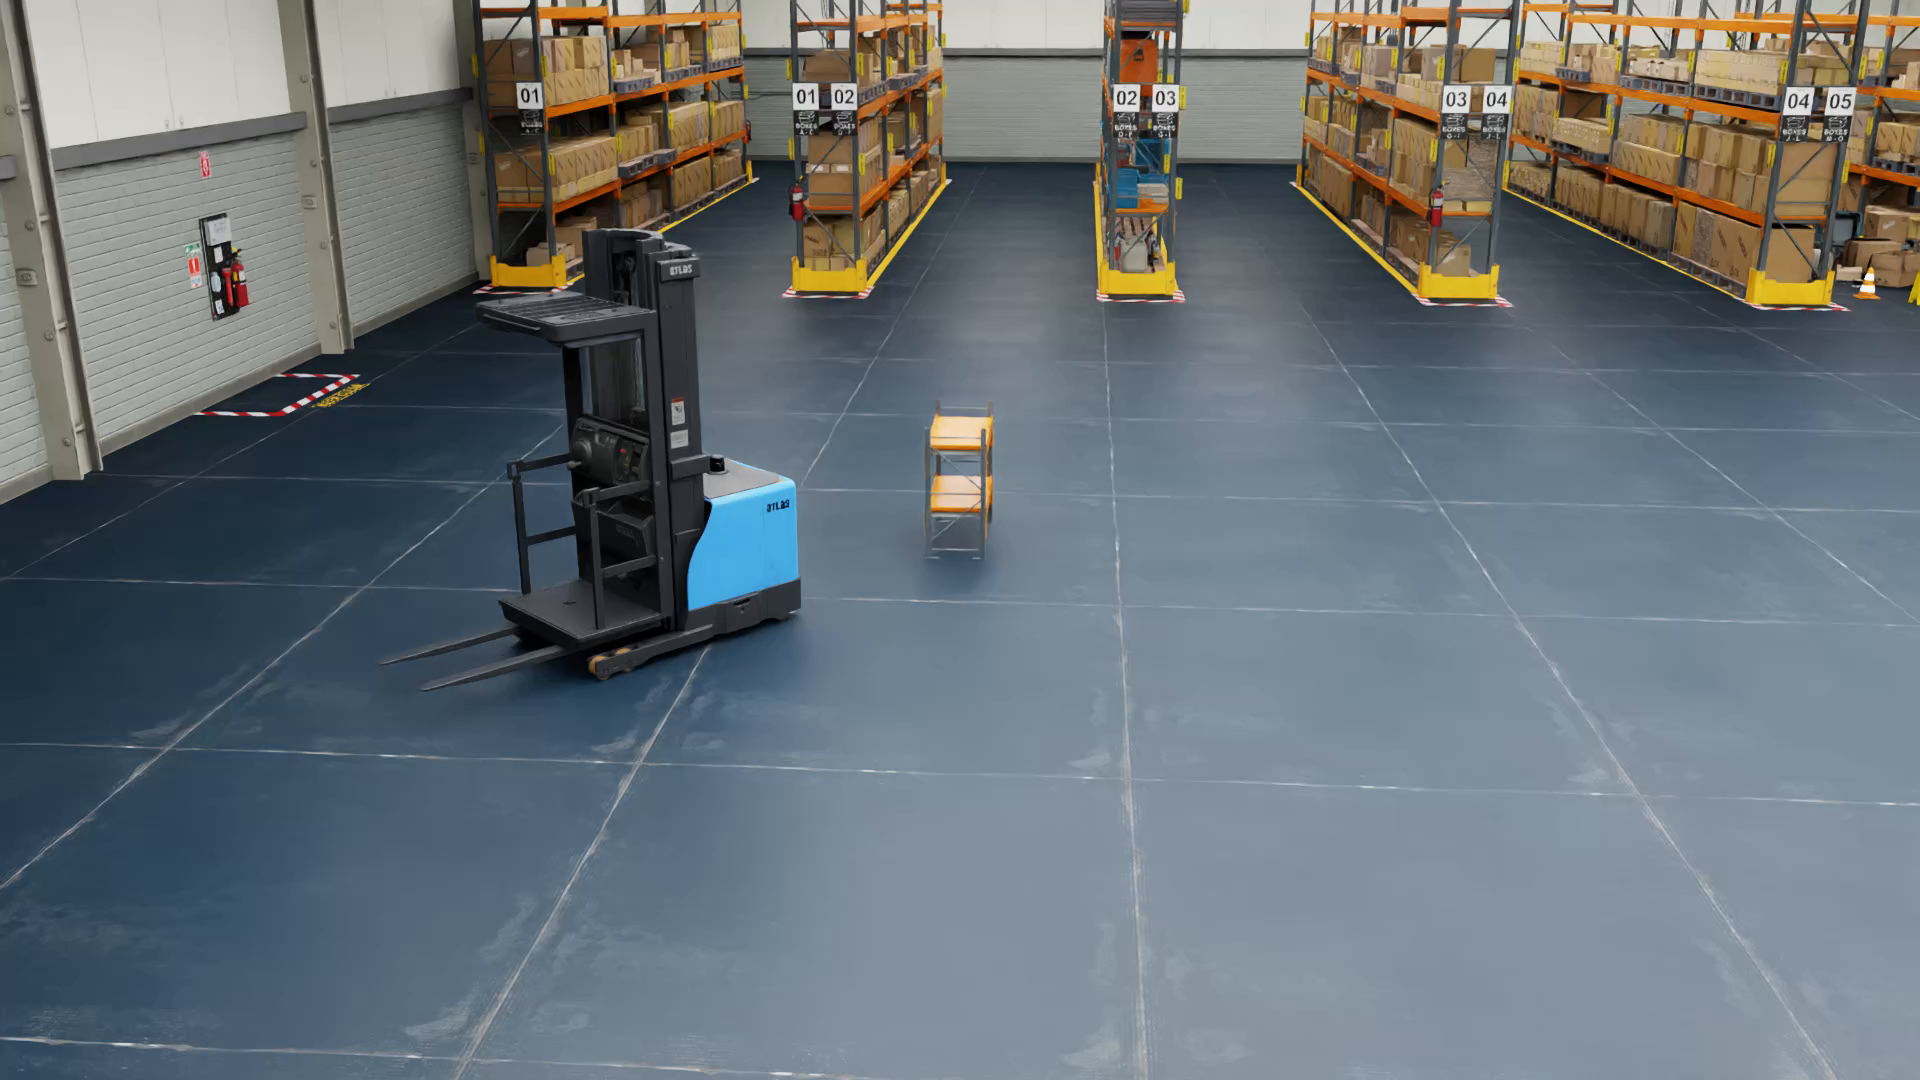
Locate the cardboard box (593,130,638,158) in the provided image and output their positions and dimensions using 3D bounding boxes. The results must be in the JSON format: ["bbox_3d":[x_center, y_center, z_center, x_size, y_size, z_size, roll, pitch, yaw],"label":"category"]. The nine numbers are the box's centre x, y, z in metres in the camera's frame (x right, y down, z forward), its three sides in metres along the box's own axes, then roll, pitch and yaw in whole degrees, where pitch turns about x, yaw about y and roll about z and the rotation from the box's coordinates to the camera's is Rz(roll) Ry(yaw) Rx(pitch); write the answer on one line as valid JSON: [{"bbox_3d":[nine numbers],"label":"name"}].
[{"bbox_3d":[-6.612,-7.600,31.932,0.700,0.500,0.500,4,19,11],"label":"cardboard box"}]

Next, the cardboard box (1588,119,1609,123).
[{"bbox_3d":[13.737,-8.968,35.750,0.380,0.149,0.250,1,18,2],"label":"cardboard box"}]

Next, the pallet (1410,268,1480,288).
[{"bbox_3d":[7.889,-4.183,26.851,1.003,0.211,1.213,1,18,4],"label":"pallet"}]

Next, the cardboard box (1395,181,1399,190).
[{"bbox_3d":[7.740,-6.141,28.749,0.380,0.149,0.250,1,18,4],"label":"cardboard box"}]

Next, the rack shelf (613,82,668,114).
[{"bbox_3d":[-6.602,-8.512,31.921,1.077,0.370,4.000,1,18,4],"label":"rack shelf"}]

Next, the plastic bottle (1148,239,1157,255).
[{"bbox_3d":[3.325,-5.084,28.789,0.152,0.276,0.135,2,18,5],"label":"plastic bottle"}]

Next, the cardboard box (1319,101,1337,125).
[{"bbox_3d":[8.456,-9.691,37.740,0.500,0.500,0.500,1,18,4],"label":"cardboard box"}]

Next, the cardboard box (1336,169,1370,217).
[{"bbox_3d":[8.433,-7.122,34.078,1.225,0.875,0.875,0,18,1],"label":"cardboard box"}]

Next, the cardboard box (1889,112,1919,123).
[{"bbox_3d":[18.527,-8.167,32.764,0.500,0.500,0.500,1,18,2],"label":"cardboard box"}]

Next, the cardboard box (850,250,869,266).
[{"bbox_3d":[-1.798,-4.665,27.585,0.500,0.250,0.500,1,18,4],"label":"cardboard box"}]

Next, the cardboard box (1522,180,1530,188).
[{"bbox_3d":[13.416,-8.356,39.009,0.380,0.149,0.250,0,18,1],"label":"cardboard box"}]

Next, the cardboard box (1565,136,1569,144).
[{"bbox_3d":[13.030,-8.465,35.170,0.380,0.149,0.250,0,18,1],"label":"cardboard box"}]

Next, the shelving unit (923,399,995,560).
[{"bbox_3d":[0.000,-0.537,14.254,0.538,1.125,1.048,1,18,4],"label":"shelving unit"}]

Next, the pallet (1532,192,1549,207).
[{"bbox_3d":[13.603,-7.702,37.590,1.003,0.211,1.213,1,18,4],"label":"pallet"}]

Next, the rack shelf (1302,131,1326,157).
[{"bbox_3d":[8.793,-9.240,38.959,1.077,0.370,4.000,1,18,4],"label":"rack shelf"}]

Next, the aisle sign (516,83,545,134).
[{"bbox_3d":[-6.738,-6.771,26.096,0.394,0.787,0.004,1,18,4],"label":"aisle sign"}]

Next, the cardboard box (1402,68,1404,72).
[{"bbox_3d":[8.044,-8.331,29.755,0.396,0.266,0.258,2,18,6],"label":"cardboard box"}]

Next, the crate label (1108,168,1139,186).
[{"bbox_3d":[2.712,-5.938,27.672,0.502,0.435,0.616,1,18,4],"label":"crate label"}]

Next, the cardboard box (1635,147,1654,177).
[{"bbox_3d":[12.894,-7.021,30.871,0.500,0.500,0.500,1,18,3],"label":"cardboard box"}]

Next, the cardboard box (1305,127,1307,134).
[{"bbox_3d":[8.565,-9.901,40.224,0.380,0.149,0.250,1,18,3],"label":"cardboard box"}]

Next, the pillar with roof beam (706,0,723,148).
[{"bbox_3d":[-2.260,-14.147,43.145,9.100,9.000,0.400,1,18,4],"label":"pillar with roof beam"}]

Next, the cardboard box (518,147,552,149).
[{"bbox_3d":[-7.132,-6.327,27.921,0.500,0.500,0.500,1,18,2],"label":"cardboard box"}]

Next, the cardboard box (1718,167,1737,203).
[{"bbox_3d":[12.891,-5.787,27.025,0.875,0.550,0.500,1,18,4],"label":"cardboard box"}]

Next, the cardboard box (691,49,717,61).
[{"bbox_3d":[-5.859,-11.102,38.076,0.500,0.250,0.500,1,18,4],"label":"cardboard box"}]

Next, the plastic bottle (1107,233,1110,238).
[{"bbox_3d":[2.664,-5.295,29.313,0.144,0.351,0.185,2,18,5],"label":"plastic bottle"}]

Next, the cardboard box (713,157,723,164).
[{"bbox_3d":[-5.809,-8.944,39.200,0.380,0.149,0.250,2,18,6],"label":"cardboard box"}]

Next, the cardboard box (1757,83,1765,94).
[{"bbox_3d":[12.452,-6.913,25.455,0.380,0.149,0.250,2,18,5],"label":"cardboard box"}]

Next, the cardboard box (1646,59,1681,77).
[{"bbox_3d":[12.959,-8.671,30.559,0.500,0.311,0.500,1,18,3],"label":"cardboard box"}]

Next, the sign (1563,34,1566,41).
[{"bbox_3d":[14.429,-11.888,39.647,0.100,0.325,0.005,1,18,4],"label":"sign"}]

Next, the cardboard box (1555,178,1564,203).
[{"bbox_3d":[13.272,-7.606,36.159,0.500,0.500,0.500,2,18,6],"label":"cardboard box"}]

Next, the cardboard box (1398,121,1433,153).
[{"bbox_3d":[7.756,-6.850,28.267,0.500,0.500,0.500,1,18,4],"label":"cardboard box"}]

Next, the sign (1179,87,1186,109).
[{"bbox_3d":[3.398,-6.760,25.404,0.100,0.325,0.005,1,18,4],"label":"sign"}]

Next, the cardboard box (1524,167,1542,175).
[{"bbox_3d":[13.426,-8.624,38.872,0.380,0.149,0.250,2,18,5],"label":"cardboard box"}]

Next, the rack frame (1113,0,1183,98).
[{"bbox_3d":[2.849,-8.195,24.980,1.000,3.000,0.127,1,18,4],"label":"rack frame"}]

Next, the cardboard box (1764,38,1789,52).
[{"bbox_3d":[18.527,-11.079,37.603,0.500,0.500,0.500,2,18,5],"label":"cardboard box"}]

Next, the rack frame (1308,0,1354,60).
[{"bbox_3d":[8.937,-13.053,39.808,1.000,3.000,0.127,1,18,4],"label":"rack frame"}]

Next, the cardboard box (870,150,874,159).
[{"bbox_3d":[-1.685,-6.648,28.693,0.380,0.149,0.250,1,18,4],"label":"cardboard box"}]

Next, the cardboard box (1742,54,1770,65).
[{"bbox_3d":[12.507,-7.530,26.058,0.380,0.149,0.250,1,18,3],"label":"cardboard box"}]

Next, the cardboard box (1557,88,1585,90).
[{"bbox_3d":[13.993,-10.093,38.165,0.500,0.500,0.500,1,18,2],"label":"cardboard box"}]

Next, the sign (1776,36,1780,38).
[{"bbox_3d":[19.361,-11.773,39.424,0.100,0.325,0.005,1,18,4],"label":"sign"}]

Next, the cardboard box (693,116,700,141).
[{"bbox_3d":[-6.025,-9.027,36.484,0.500,0.500,0.500,1,18,4],"label":"cardboard box"}]

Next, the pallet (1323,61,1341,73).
[{"bbox_3d":[8.719,-10.597,37.272,1.003,0.211,1.213,1,18,4],"label":"pallet"}]

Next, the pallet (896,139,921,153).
[{"bbox_3d":[-1.383,-8.453,35.711,1.003,0.211,1.213,1,18,4],"label":"pallet"}]

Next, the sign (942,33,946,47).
[{"bbox_3d":[-0.392,-12.252,40.759,0.100,0.325,0.005,1,18,4],"label":"sign"}]

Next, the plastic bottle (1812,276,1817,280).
[{"bbox_3d":[14.307,-4.346,27.589,0.283,0.061,0.133,-5,19,-15],"label":"plastic bottle"}]

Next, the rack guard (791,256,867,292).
[{"bbox_3d":[-2.093,-4.260,26.622,1.175,0.500,0.348,1,18,4],"label":"rack guard"}]

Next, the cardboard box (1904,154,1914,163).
[{"bbox_3d":[17.940,-7.147,31.148,0.380,0.149,0.250,2,18,7],"label":"cardboard box"}]

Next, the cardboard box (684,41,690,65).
[{"bbox_3d":[-6.344,-10.703,36.586,0.700,0.500,0.500,0,18,1],"label":"cardboard box"}]

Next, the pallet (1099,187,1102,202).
[{"bbox_3d":[3.724,-7.975,38.422,1.003,0.211,1.213,1,18,4],"label":"pallet"}]

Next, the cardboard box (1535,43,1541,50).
[{"bbox_3d":[13.453,-11.347,38.215,0.380,0.149,0.250,2,18,6],"label":"cardboard box"}]

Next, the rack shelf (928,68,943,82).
[{"bbox_3d":[-1.087,-10.887,39.170,1.077,0.370,4.000,1,18,4],"label":"rack shelf"}]

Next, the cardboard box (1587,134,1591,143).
[{"bbox_3d":[12.918,-8.126,33.655,0.380,0.149,0.250,2,18,5],"label":"cardboard box"}]

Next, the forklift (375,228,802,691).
[{"bbox_3d":[-2.618,-0.609,11.576,3.031,2.935,1.130,-17,24,-41],"label":"forklift"}]

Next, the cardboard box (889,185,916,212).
[{"bbox_3d":[-1.200,-7.096,34.571,0.500,0.500,0.500,2,18,6],"label":"cardboard box"}]

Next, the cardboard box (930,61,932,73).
[{"bbox_3d":[-0.909,-10.837,38.103,0.500,0.250,0.500,1,18,4],"label":"cardboard box"}]

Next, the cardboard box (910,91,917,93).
[{"bbox_3d":[-1.309,-10.498,39.877,0.500,0.500,0.500,2,18,5],"label":"cardboard box"}]
